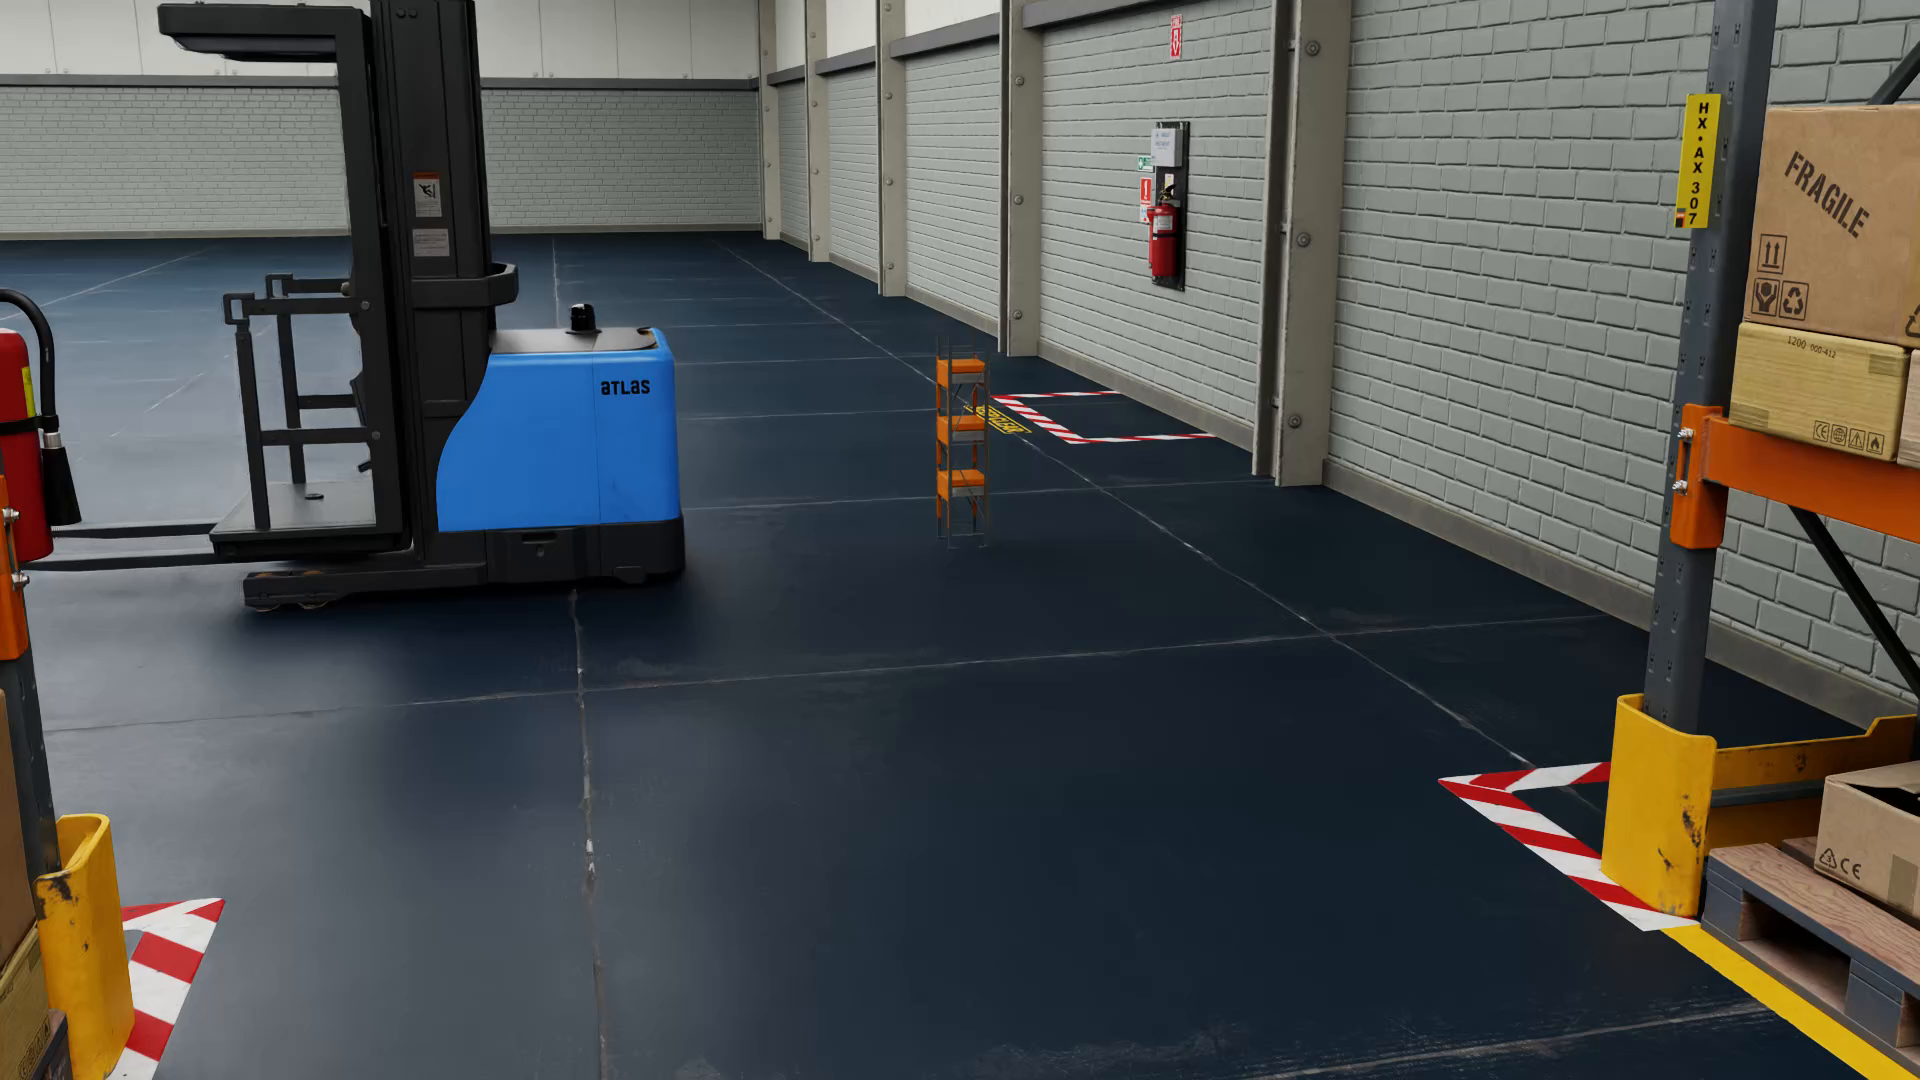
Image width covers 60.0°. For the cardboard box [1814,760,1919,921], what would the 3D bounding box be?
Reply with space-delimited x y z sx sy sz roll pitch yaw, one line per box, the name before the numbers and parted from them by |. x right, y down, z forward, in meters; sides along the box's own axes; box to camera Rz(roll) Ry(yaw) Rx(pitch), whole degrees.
cardboard box | 2.442 0.704 3.962 0.500 0.311 0.500 -5 15 -20

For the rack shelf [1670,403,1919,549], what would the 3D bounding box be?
rack shelf | 2.837 0.258 2.565 1.077 0.370 4.000 -3 14 -13

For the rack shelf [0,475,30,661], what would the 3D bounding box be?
rack shelf | -1.978 0.535 1.432 1.077 0.370 4.000 -3 14 -13

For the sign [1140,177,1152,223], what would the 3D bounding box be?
sign | 1.390 -2.546 12.454 0.001 0.329 0.234 -3 14 -13

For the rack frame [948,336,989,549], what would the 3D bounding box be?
rack frame | 0.041 -0.470 8.137 0.200 1.050 0.008 -3 14 -13

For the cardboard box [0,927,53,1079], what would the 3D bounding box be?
cardboard box | -2.034 0.963 3.072 0.500 0.250 0.500 -3 14 -13

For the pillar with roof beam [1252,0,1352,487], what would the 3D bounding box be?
pillar with roof beam | -2.222 -4.498 7.876 9.100 9.000 0.400 -3 14 -13

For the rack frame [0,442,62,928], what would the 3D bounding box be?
rack frame | -2.447 -0.276 3.235 1.000 3.000 0.127 -3 14 -13

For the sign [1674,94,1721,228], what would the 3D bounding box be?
sign | 1.840 -0.943 4.142 0.100 0.325 0.005 -3 14 -13

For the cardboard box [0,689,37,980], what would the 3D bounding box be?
cardboard box | -2.032 0.599 2.984 0.500 0.500 0.500 -3 14 -13

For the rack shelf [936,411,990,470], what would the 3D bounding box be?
rack shelf | 0.013 -0.487 8.254 0.215 0.259 0.240 -3 14 -13

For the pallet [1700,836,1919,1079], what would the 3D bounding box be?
pallet | 2.541 1.009 3.853 1.003 0.211 1.213 -3 14 -13

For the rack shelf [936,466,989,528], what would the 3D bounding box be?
rack shelf | 0.013 -0.217 8.320 0.215 0.259 0.240 -3 14 -13

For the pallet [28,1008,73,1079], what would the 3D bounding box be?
pallet | -2.227 1.253 2.853 1.003 0.211 1.213 -3 14 -13

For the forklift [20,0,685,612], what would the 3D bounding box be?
forklift | -2.831 -1.252 7.375 3.031 2.935 1.130 -3 14 -12

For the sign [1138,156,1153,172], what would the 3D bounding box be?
sign | 1.383 -2.802 12.385 0.001 0.109 0.331 -3 14 -13

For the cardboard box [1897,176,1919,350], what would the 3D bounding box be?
cardboard box | 2.293 -0.612 3.307 0.500 0.500 0.500 -3 14 -13

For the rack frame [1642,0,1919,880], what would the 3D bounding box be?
rack frame | 2.367 -0.553 4.369 1.000 3.000 0.127 -3 14 -13

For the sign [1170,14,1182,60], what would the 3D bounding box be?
sign | 1.515 -3.529 11.668 0.001 0.298 0.199 -3 14 -13

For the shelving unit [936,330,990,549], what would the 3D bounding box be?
shelving unit | 0.013 -0.498 8.252 0.215 1.050 0.252 -3 14 -13

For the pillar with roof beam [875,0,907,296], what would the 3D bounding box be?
pillar with roof beam | -5.040 -7.266 19.207 9.100 9.000 0.400 -3 14 -13

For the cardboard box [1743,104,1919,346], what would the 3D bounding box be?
cardboard box | 2.187 -0.727 3.776 0.500 0.500 0.500 -3 14 -13

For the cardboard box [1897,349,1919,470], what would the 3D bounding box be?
cardboard box | 2.309 -0.240 3.364 0.500 0.250 0.500 -4 14 -15

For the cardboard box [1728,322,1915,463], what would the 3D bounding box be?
cardboard box | 2.173 -0.359 3.851 0.500 0.250 0.500 -4 14 -15

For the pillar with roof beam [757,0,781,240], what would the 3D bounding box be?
pillar with roof beam | -7.858 -10.034 30.539 9.100 9.000 0.400 -3 14 -13

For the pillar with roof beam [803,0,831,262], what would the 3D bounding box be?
pillar with roof beam | -6.449 -8.650 24.873 9.100 9.000 0.400 -3 14 -13

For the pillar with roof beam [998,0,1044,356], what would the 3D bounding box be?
pillar with roof beam | -3.631 -5.882 13.542 9.100 9.000 0.400 -3 14 -13

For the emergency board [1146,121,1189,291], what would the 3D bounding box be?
emergency board | 1.420 -2.396 11.913 0.194 1.169 0.643 -3 14 -13

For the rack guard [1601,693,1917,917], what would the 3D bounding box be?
rack guard | 2.385 0.679 4.593 1.175 0.500 0.348 -3 14 -13

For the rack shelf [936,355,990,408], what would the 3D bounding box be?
rack shelf | 0.013 -0.763 8.187 0.215 0.259 0.240 -3 14 -13

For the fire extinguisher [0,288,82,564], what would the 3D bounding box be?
fire extinguisher | -2.024 -0.291 3.462 0.296 0.674 0.183 -3 14 -13

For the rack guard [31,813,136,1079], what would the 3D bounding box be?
rack guard | -2.453 0.933 3.554 1.175 0.500 0.348 -3 14 -13

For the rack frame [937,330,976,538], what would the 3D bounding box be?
rack frame | -0.016 -0.526 8.367 0.200 1.050 0.008 -3 14 -13
